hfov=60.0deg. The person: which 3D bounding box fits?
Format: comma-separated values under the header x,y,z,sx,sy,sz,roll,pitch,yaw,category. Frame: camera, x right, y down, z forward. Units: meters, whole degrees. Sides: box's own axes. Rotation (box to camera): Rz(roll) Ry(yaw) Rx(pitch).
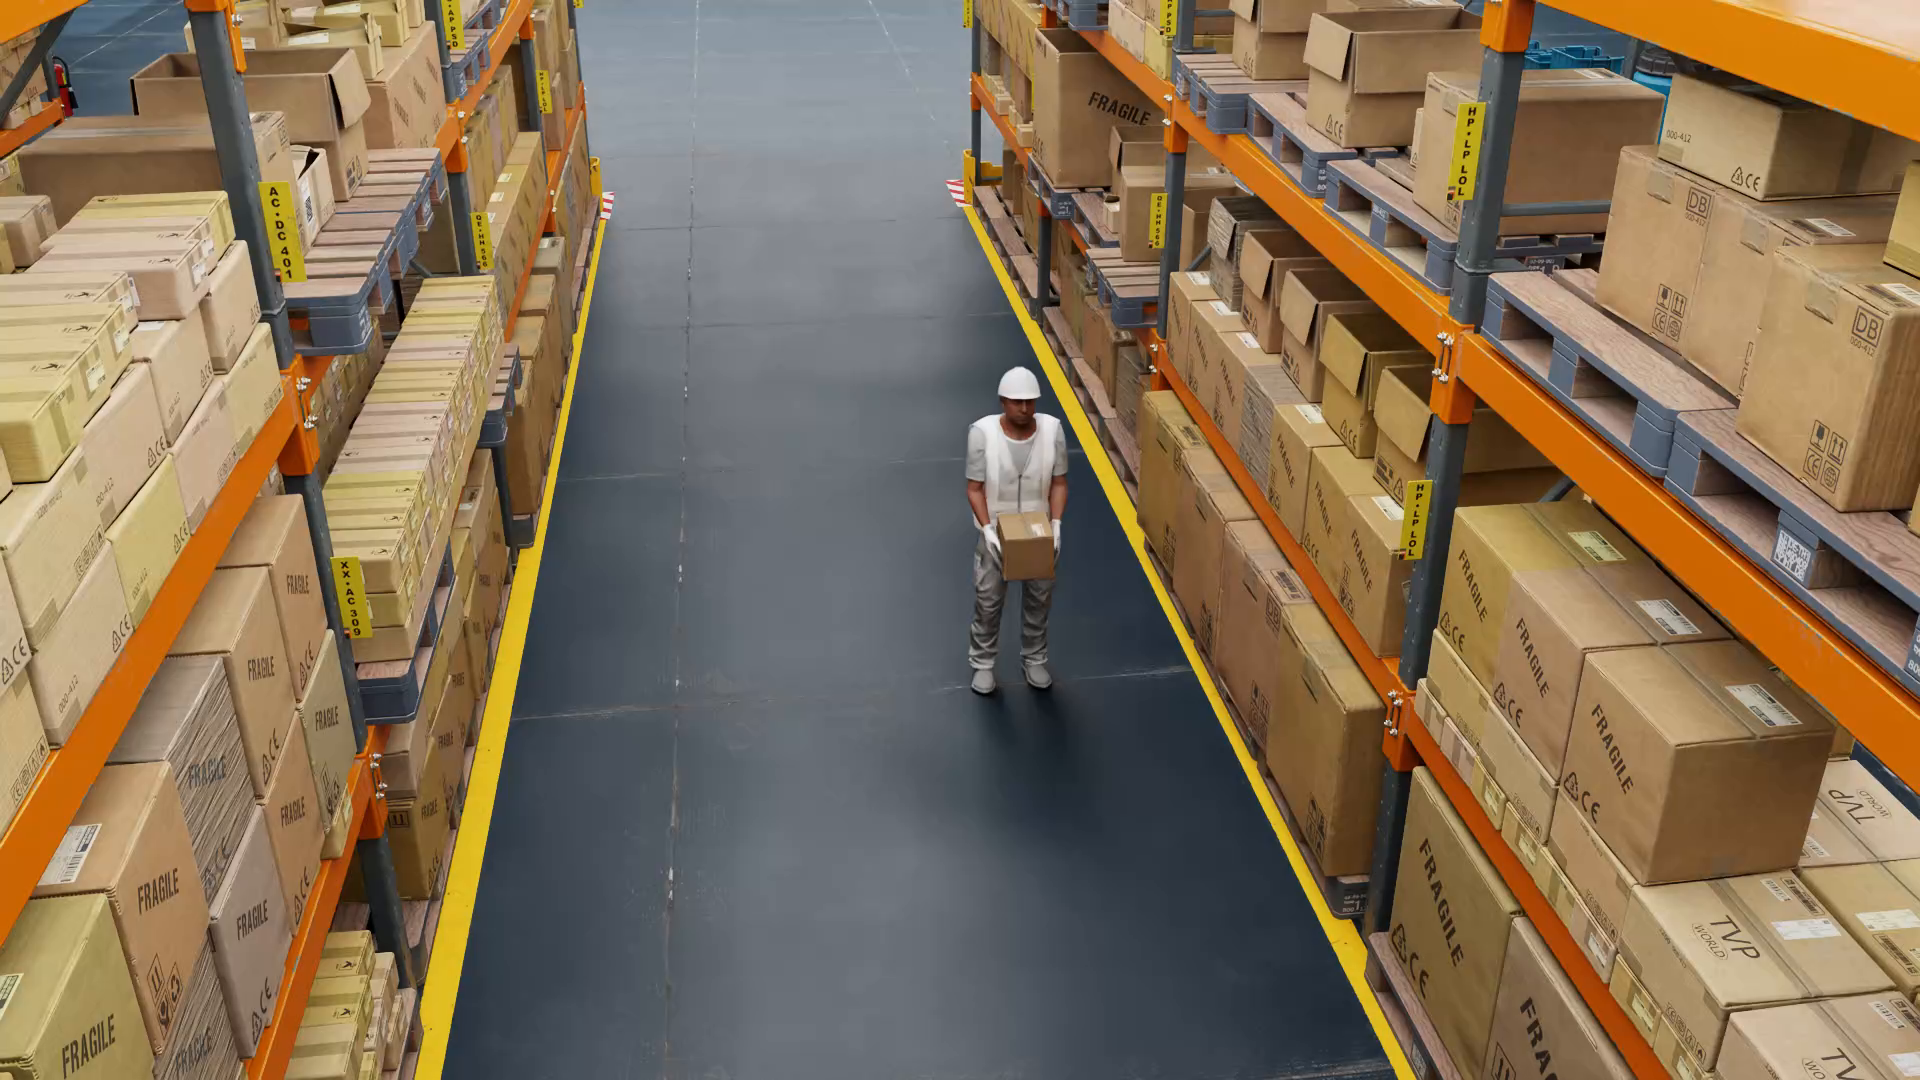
x,y,z,sx,sy,sz,roll,pitch,yaw,category
0.303,-0.027,8.643,0.542,1.789,0.520,-4,27,-8,person
